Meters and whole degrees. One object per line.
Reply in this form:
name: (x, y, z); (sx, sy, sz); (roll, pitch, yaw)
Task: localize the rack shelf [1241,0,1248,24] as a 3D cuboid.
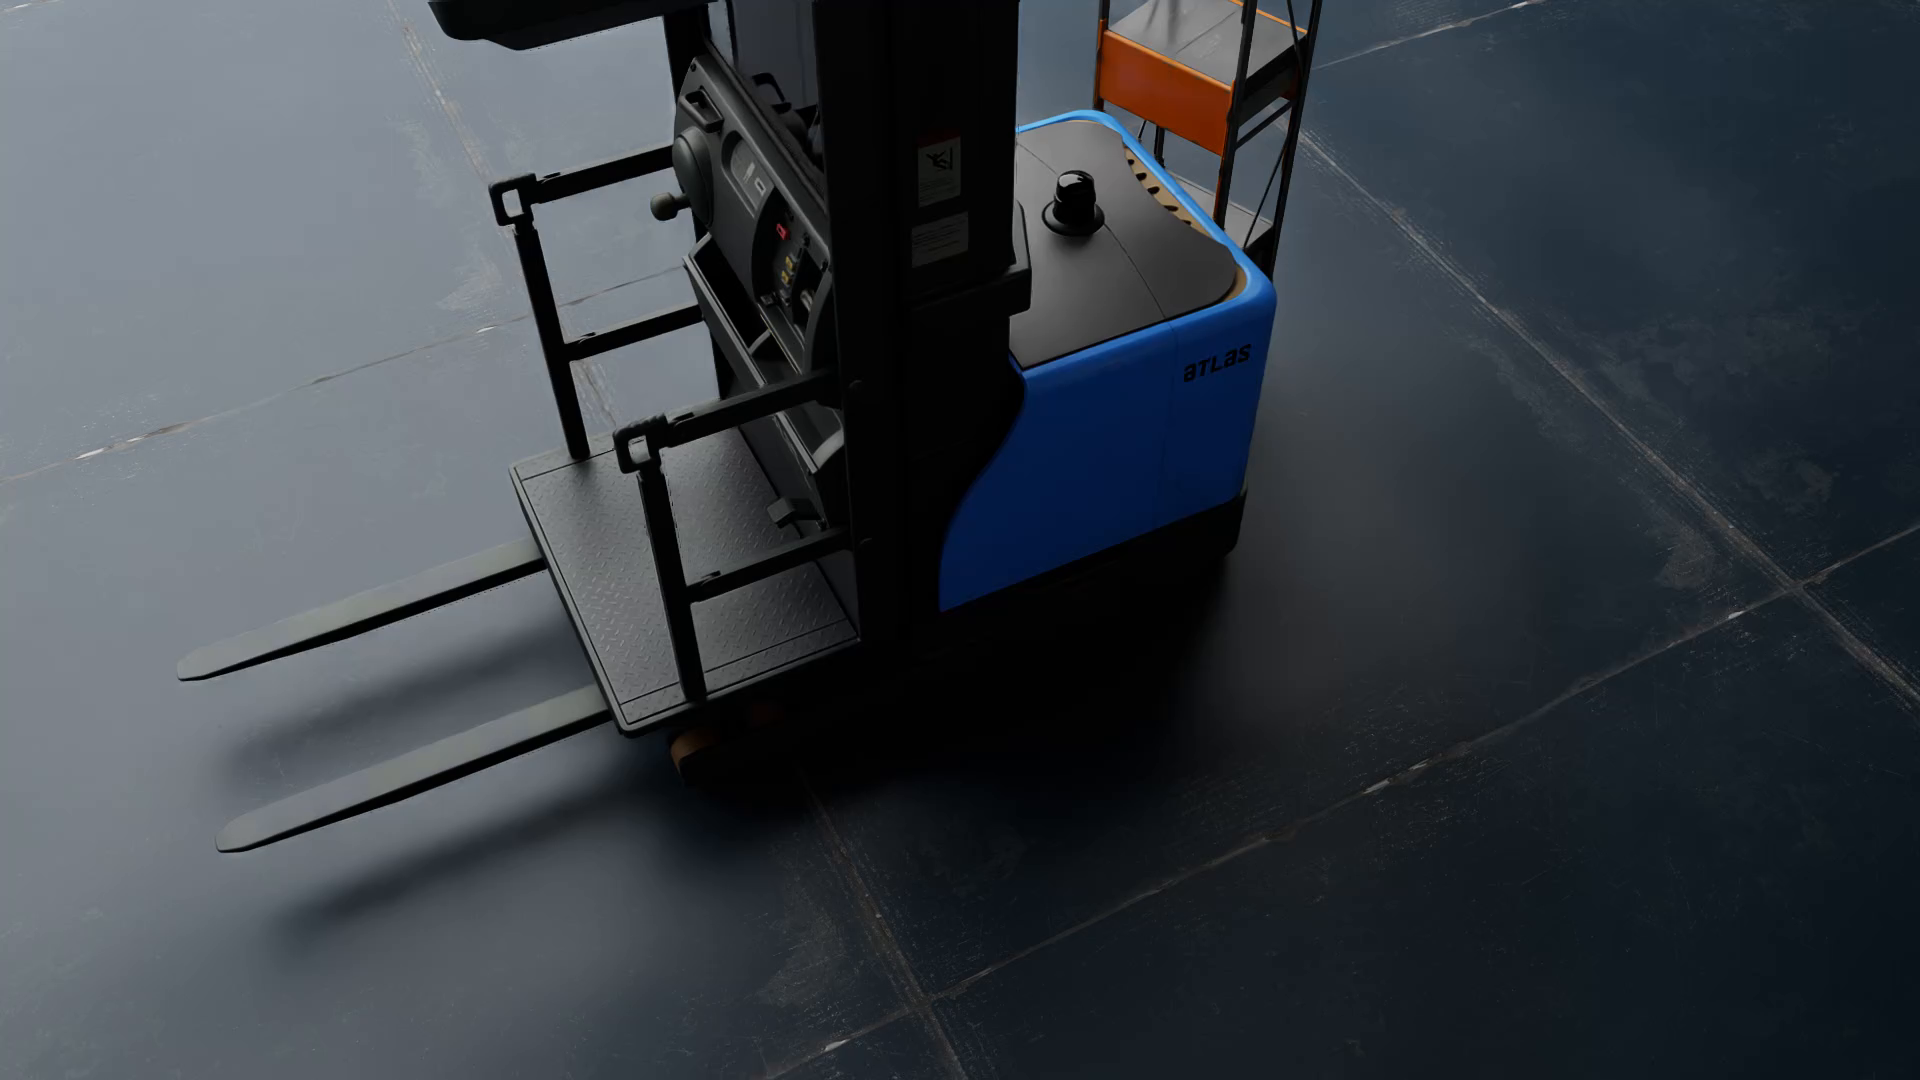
rack shelf: (0.724, -1.806, 4.522); (0.480, 0.518, 0.431); (34, 57, 26)

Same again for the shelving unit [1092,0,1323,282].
shelving unit: (0.724, -1.354, 5.039); (0.503, 2.100, 0.431); (34, 57, 26)

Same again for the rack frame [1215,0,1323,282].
rack frame: (0.907, -1.232, 4.933); (0.015, 2.100, 0.400); (34, 57, 26)

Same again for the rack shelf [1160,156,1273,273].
rack shelf: (0.724, -0.884, 5.576); (0.480, 0.518, 0.431); (34, 57, 26)

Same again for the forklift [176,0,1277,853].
forklift: (-0.689, -0.749, 3.958); (3.031, 2.935, 1.130); (-20, 52, -17)

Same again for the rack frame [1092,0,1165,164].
rack frame: (0.541, -1.475, 5.145); (0.015, 2.100, 0.400); (34, 57, 26)

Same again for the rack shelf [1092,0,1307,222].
rack shelf: (0.724, -1.345, 5.049); (0.480, 0.518, 0.431); (34, 57, 26)
